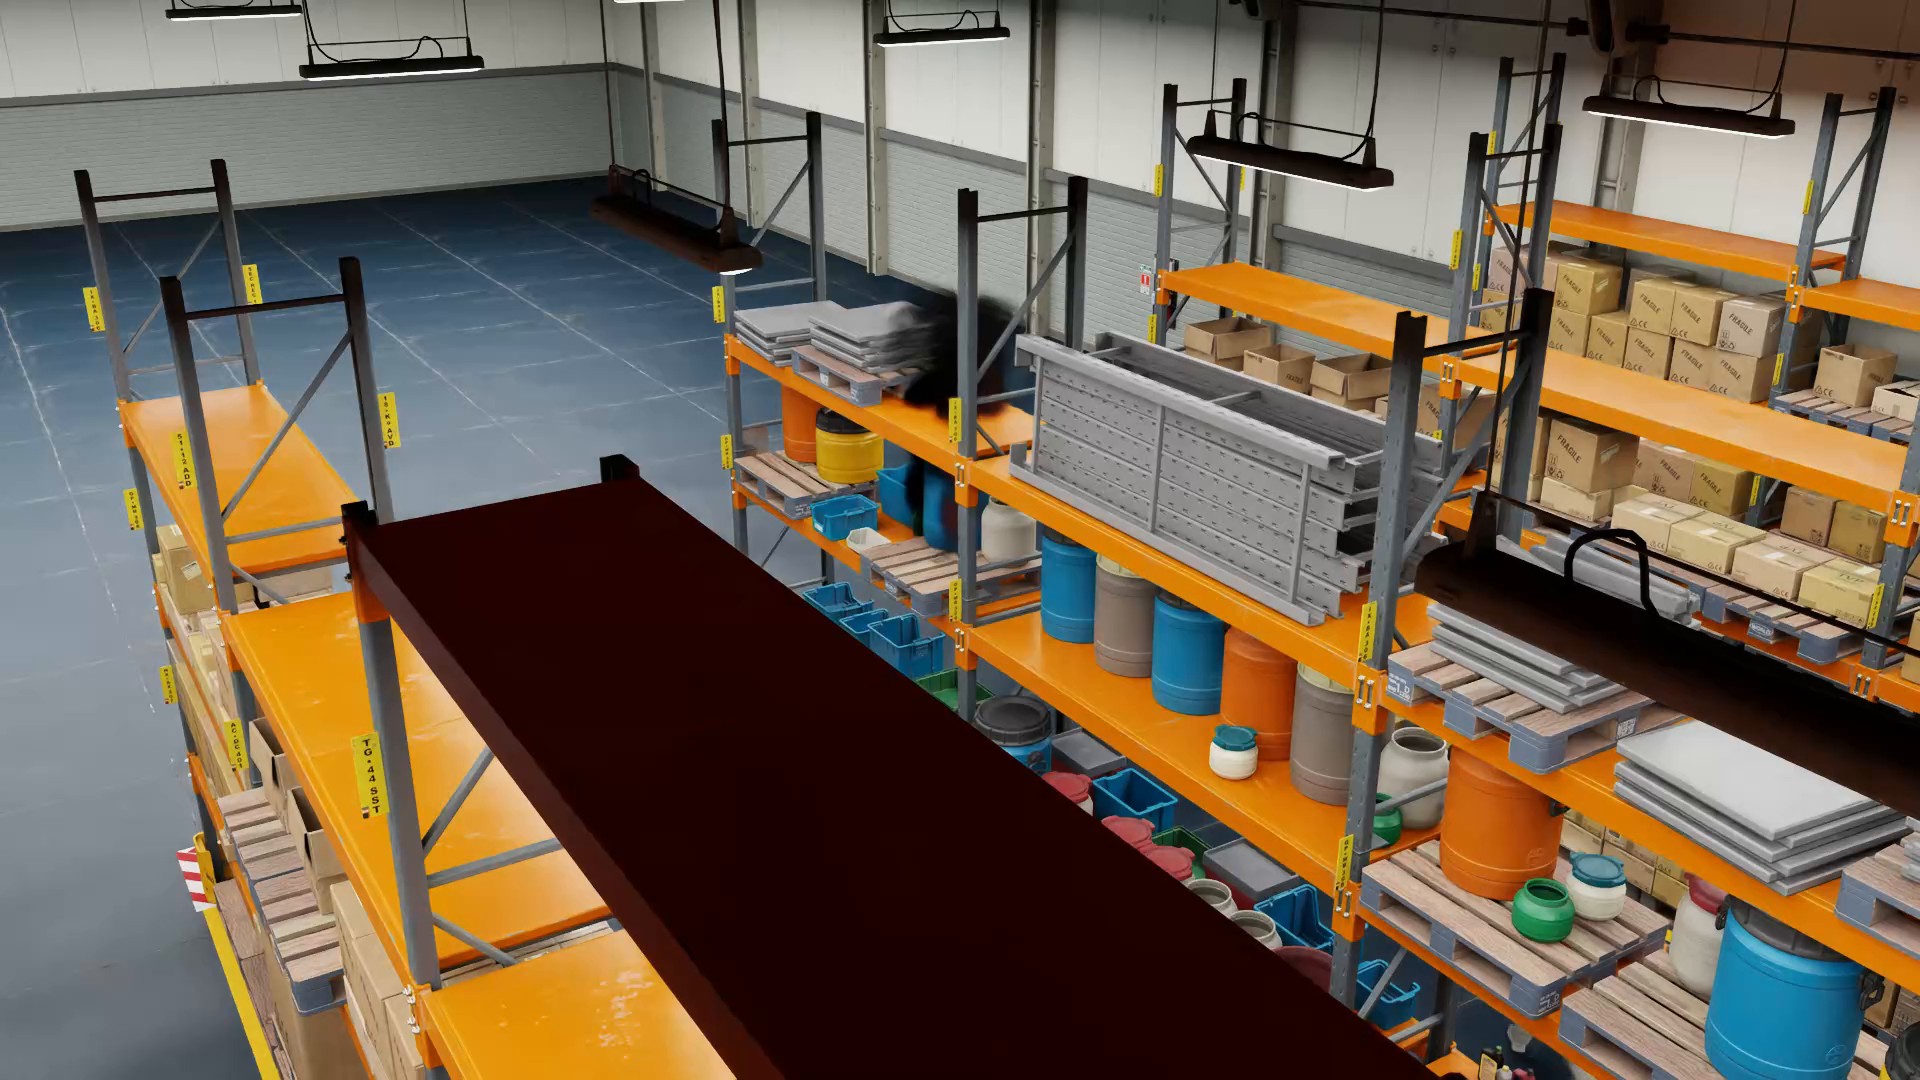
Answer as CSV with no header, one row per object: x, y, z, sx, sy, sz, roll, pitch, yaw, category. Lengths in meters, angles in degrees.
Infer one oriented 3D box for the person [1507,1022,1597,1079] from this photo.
4.123,3.065,11.527,0.725,1.593,1.147,-7,23,-16,person
